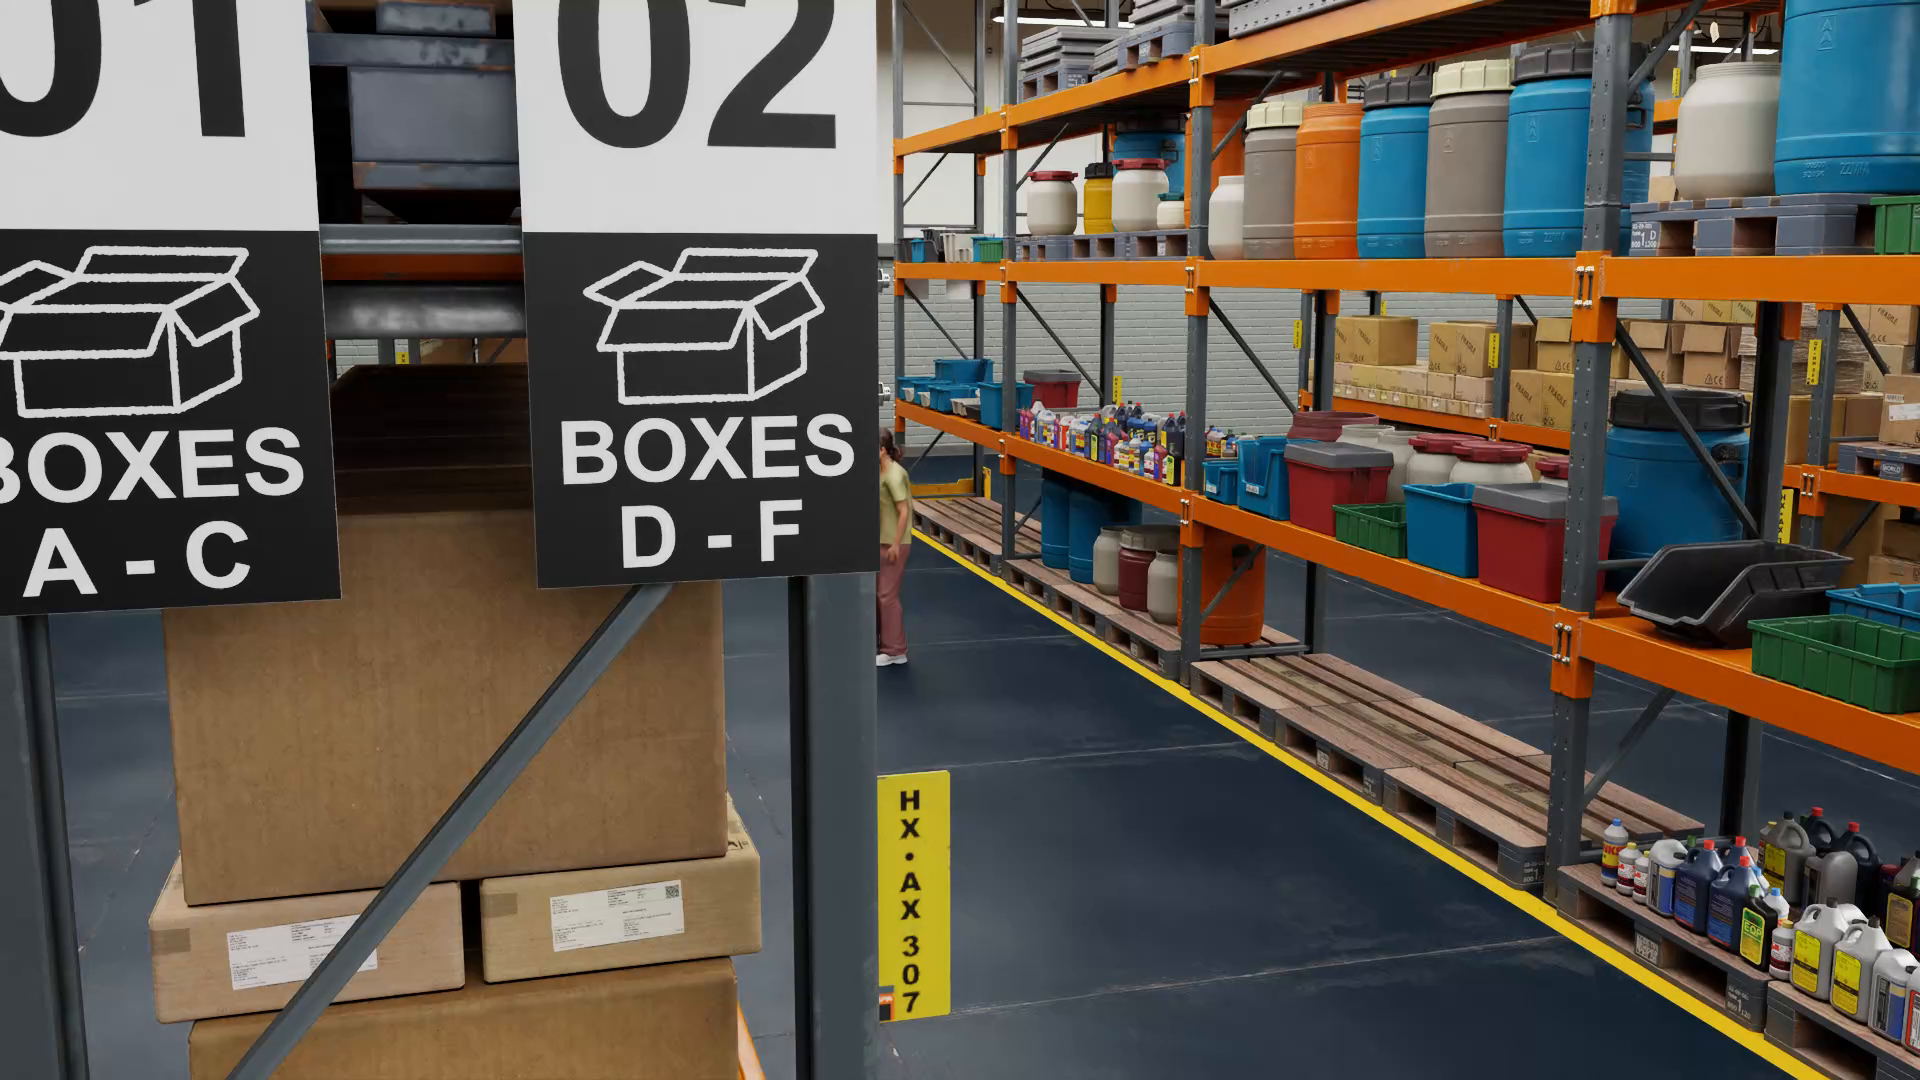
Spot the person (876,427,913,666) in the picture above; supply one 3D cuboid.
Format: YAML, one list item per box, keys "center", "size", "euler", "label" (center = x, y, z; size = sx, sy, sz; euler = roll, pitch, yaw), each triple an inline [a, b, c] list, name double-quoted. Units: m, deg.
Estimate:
- center: [-0.522, 0.035, 11.674]
  size: [0.361, 1.672, 0.499]
  euler: [-3, 10, -18]
  label: "person"
